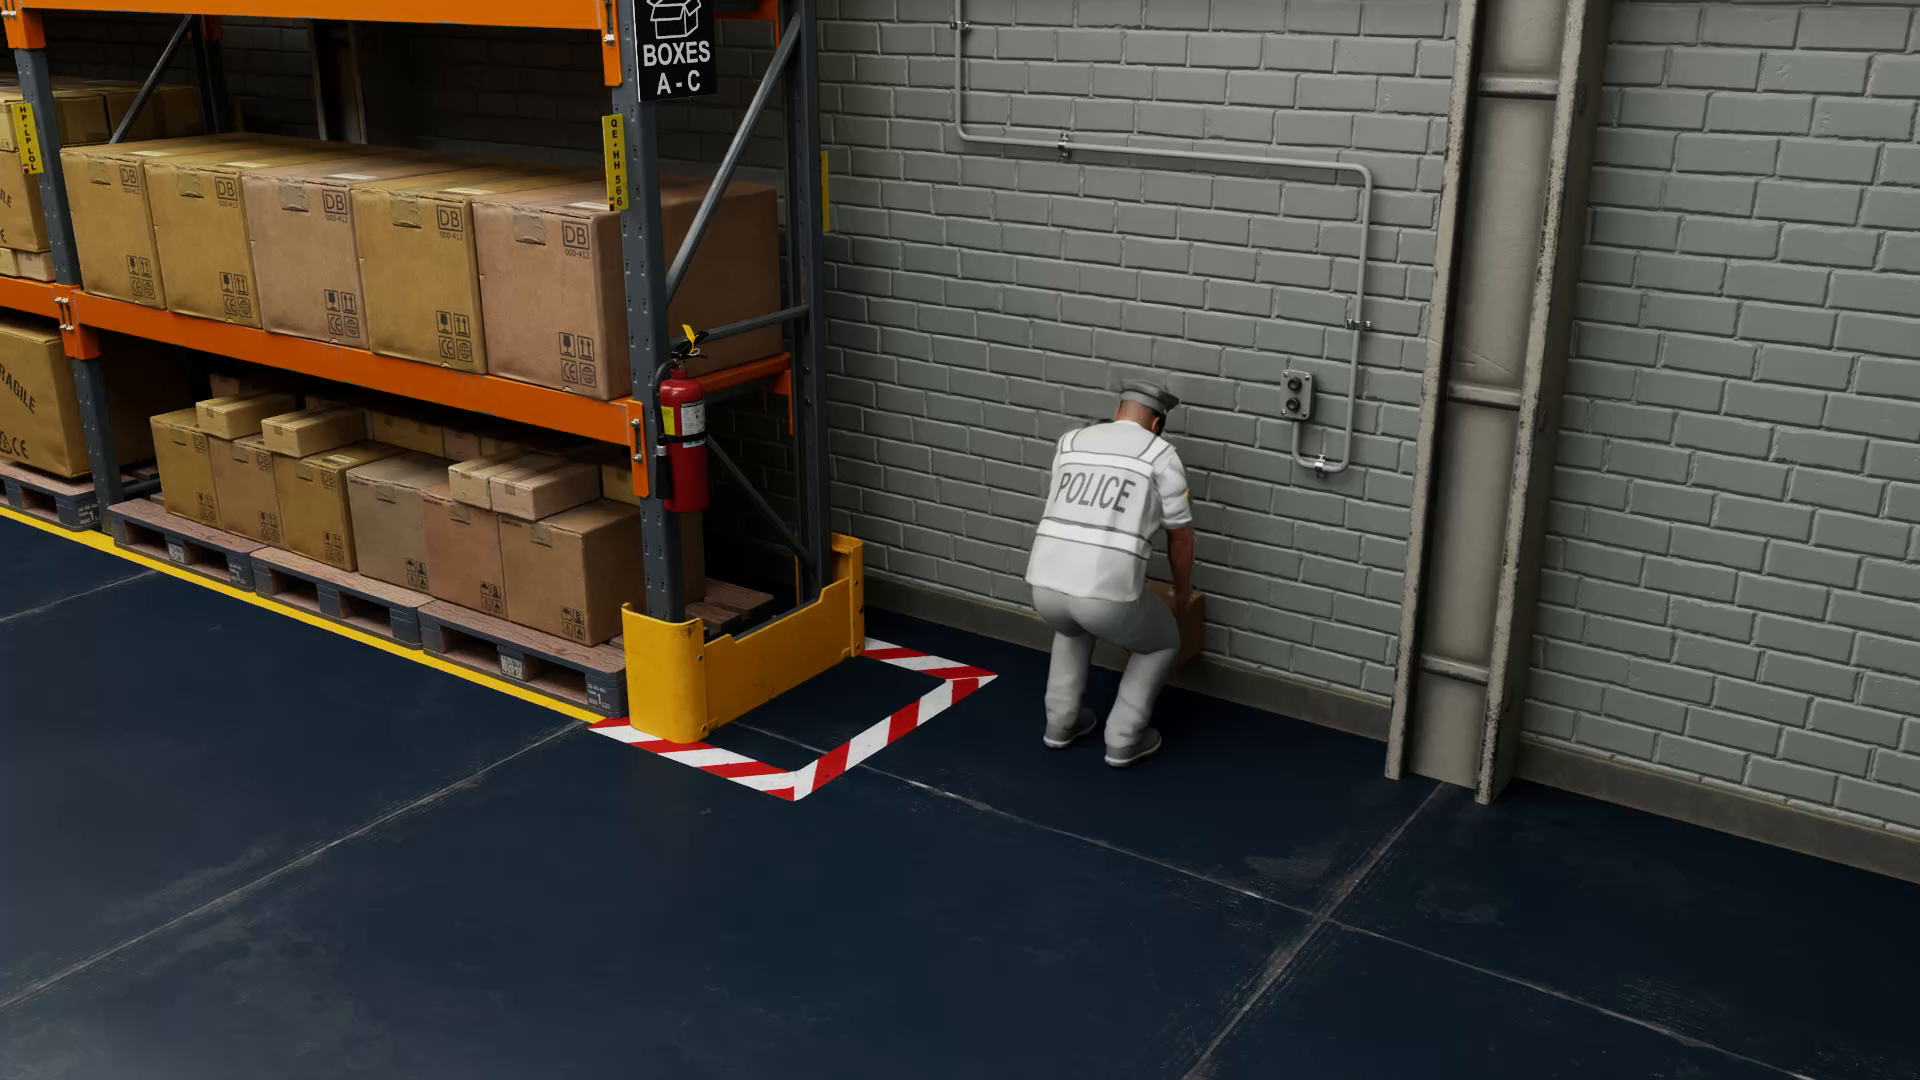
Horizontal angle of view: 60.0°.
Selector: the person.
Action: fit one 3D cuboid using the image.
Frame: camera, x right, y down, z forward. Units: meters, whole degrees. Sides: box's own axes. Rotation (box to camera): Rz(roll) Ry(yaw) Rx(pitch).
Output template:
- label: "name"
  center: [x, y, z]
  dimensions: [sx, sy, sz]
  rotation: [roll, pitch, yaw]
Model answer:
- label: "person"
  center: [0.554, 0.117, 6.295]
  dimensions: [0.590, 1.383, 0.824]
  rotation: [13, 23, 32]
